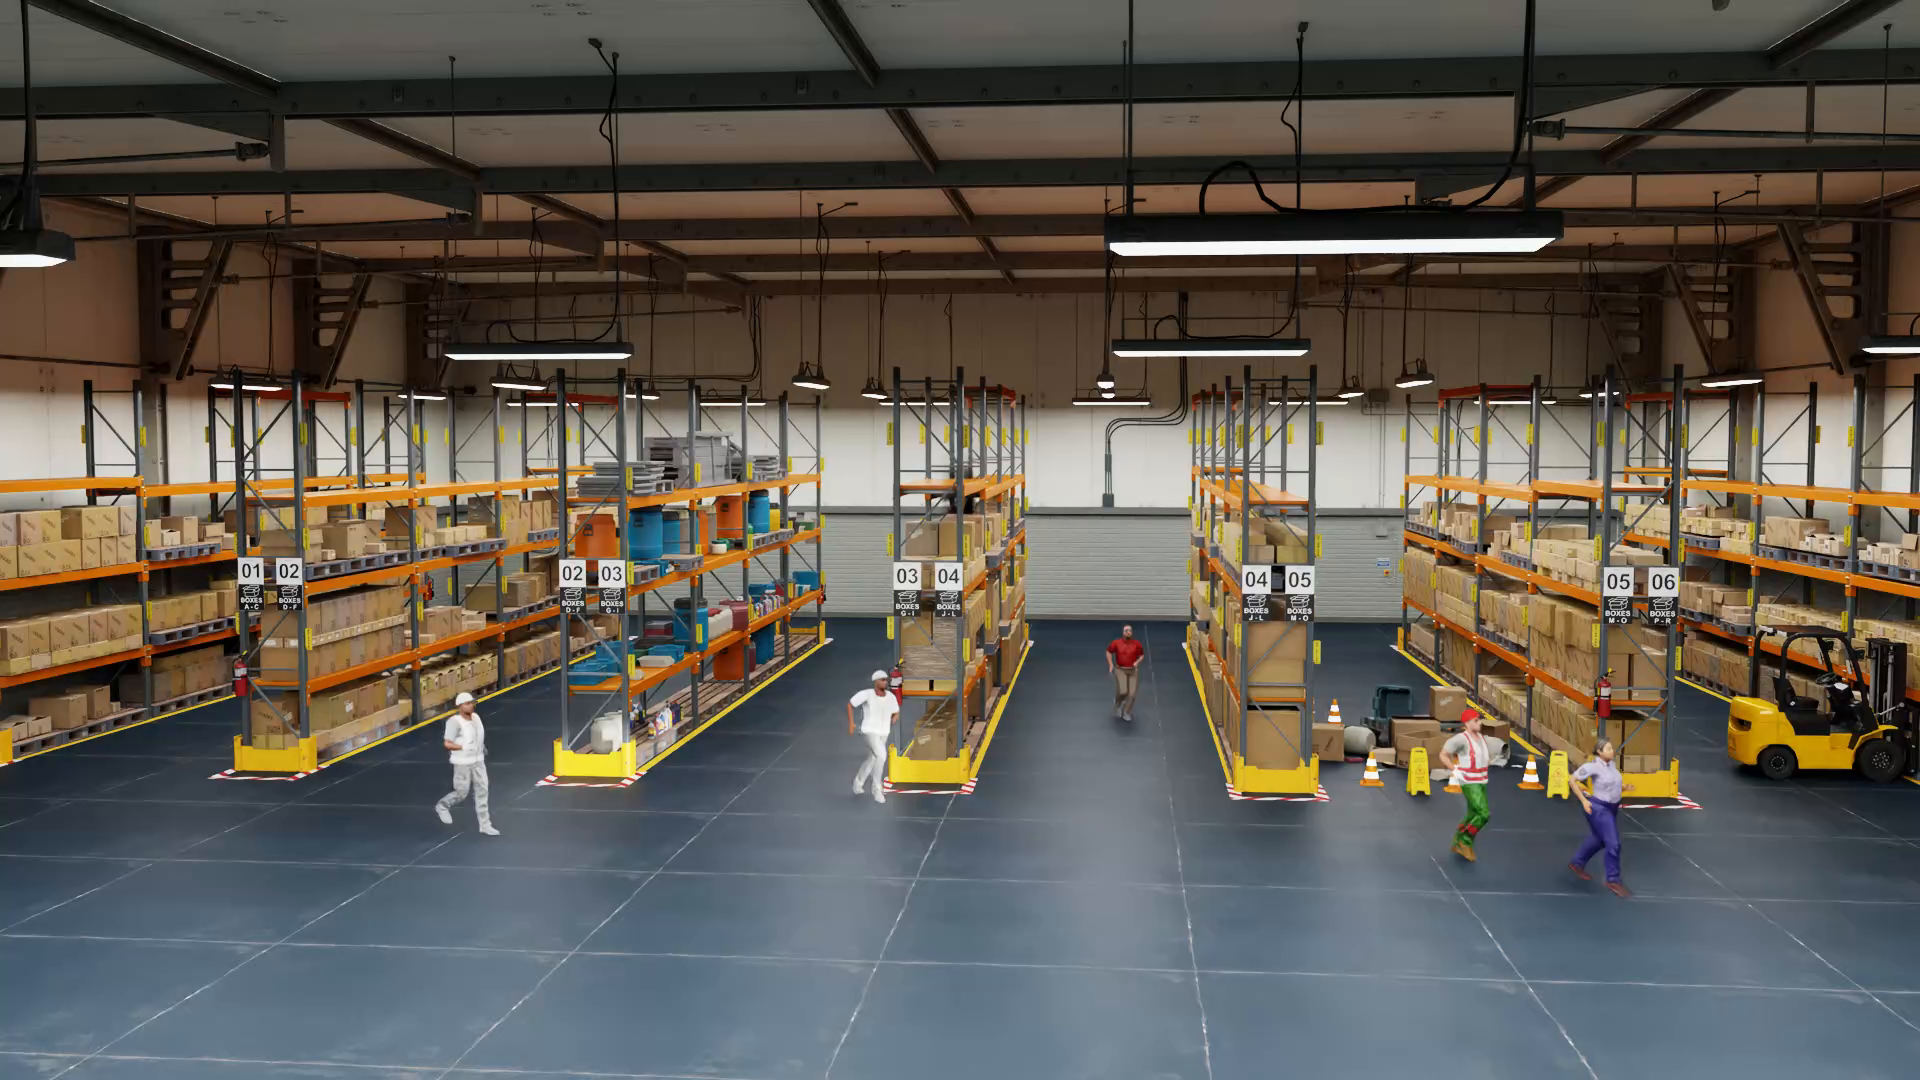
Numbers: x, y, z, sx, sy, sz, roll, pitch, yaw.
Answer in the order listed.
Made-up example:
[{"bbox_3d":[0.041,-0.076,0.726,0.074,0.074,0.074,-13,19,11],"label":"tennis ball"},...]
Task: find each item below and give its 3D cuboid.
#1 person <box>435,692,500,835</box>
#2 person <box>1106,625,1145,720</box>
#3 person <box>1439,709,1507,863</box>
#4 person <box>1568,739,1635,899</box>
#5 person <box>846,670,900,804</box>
[{"bbox_3d":[-6.187,2.797,20.875,0.980,1.774,0.682,2,4,29],"label":"person"},{"bbox_3d":[2.937,2.341,29.236,0.655,1.680,0.593,0,4,-6],"label":"person"},{"bbox_3d":[6.080,2.897,19.612,0.637,1.797,0.659,-3,5,-42],"label":"person"},{"bbox_3d":[7.071,3.035,18.356,0.587,1.700,0.814,-3,5,-43],"label":"person"},{"bbox_3d":[-1.130,2.689,23.017,0.714,1.755,0.787,-3,5,-40],"label":"person"}]
